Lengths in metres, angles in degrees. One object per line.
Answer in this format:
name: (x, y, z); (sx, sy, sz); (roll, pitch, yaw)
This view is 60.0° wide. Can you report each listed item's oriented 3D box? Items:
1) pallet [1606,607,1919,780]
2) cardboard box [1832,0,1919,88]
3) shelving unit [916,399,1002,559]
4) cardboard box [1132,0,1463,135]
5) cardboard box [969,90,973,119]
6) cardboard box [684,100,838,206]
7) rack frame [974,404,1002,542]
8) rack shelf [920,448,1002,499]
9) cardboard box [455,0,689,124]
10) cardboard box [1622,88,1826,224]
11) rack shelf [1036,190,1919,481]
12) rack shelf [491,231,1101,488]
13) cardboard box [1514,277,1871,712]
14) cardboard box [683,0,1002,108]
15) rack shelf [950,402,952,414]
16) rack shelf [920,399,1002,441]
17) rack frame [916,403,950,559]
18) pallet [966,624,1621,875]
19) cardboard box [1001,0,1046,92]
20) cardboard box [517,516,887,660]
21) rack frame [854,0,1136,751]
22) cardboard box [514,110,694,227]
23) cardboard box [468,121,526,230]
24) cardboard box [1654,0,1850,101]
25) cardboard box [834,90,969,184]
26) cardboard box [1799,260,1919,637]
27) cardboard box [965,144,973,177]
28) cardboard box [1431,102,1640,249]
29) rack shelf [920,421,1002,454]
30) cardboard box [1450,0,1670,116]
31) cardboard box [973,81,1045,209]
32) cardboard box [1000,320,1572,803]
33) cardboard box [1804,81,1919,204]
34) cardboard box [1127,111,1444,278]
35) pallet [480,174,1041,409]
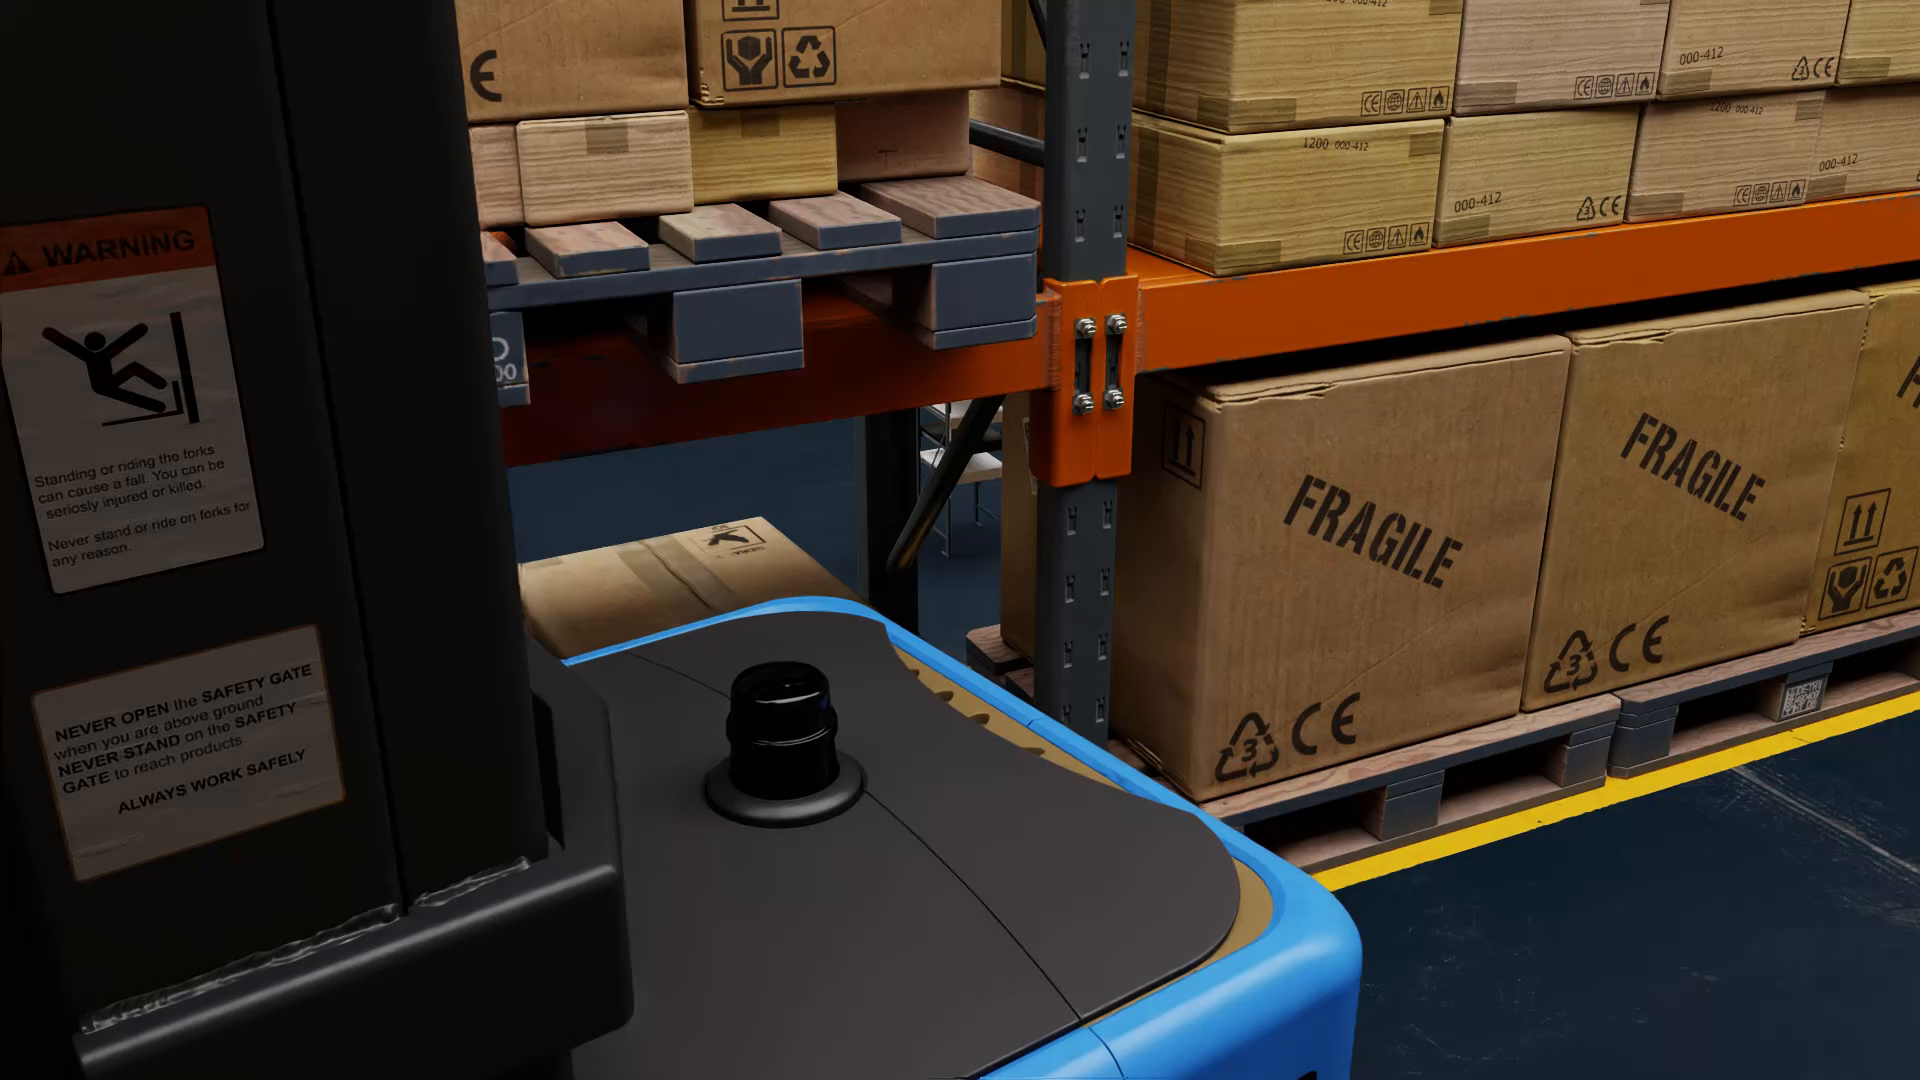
pallet: (1.862, 0.197, 4.498); (1.213, 0.211, 1.003); (-10, 25, -24)
cardboard box: (1.968, -1.190, 3.745); (0.500, 0.250, 0.500); (-10, 24, -23)
shelving unit: (0.007, -0.417, 5.081); (0.210, 0.900, 0.258); (-10, 25, -24)
cardboard box: (0.584, -0.946, 3.157); (0.500, 0.250, 0.500); (-11, 25, -24)
cardboard box: (-0.114, -2.140, 8.237); (0.500, 0.250, 0.500); (-12, 25, -26)
cardboard box: (-0.383, -0.659, 2.699); (0.250, 0.149, 0.380); (-10, 25, -23)
rack frame: (0.099, -0.434, 5.122); (0.006, 0.900, 0.240); (-10, 25, -24)
rack shelf: (0.007, -0.220, 5.163); (0.200, 0.077, 0.258); (-10, 25, -24)
cardboard box: (-0.729, -0.903, 2.440); (0.500, 0.500, 0.500); (-11, 25, -24)
cardboard box: (1.501, -0.887, 3.667); (0.500, 0.250, 0.500); (-10, 24, -22)
rack shelf: (1.823, -0.785, 4.165); (4.000, 0.370, 1.077); (-10, 25, -24)
rack shelf: (-1.781, -0.122, 2.562); (4.000, 0.370, 1.077); (-10, 25, -24)
cardboard box: (1.485, -0.230, 4.114); (0.875, 0.875, 0.875); (-10, 25, -23)
cardboard box: (-0.268, -0.992, 2.656); (0.500, 0.500, 0.500); (-11, 25, -25)
rack shelf: (0.007, -0.469, 5.059); (0.200, 0.077, 0.258); (-10, 25, -24)
rack shelf: (0.007, -0.386, 5.094); (0.200, 0.077, 0.258); (-10, 25, -24)
rack frame: (-0.084, -0.400, 5.040); (0.006, 0.900, 0.240); (-10, 25, -24)
pallet: (0.764, 0.398, 4.013); (1.213, 0.211, 1.003); (-10, 25, -24)
cardboard box: (0.347, -1.115, 3.565); (0.500, 0.250, 0.500); (-11, 25, -24)
cardboard box: (-0.493, 0.325, 3.430); (0.625, 0.372, 0.950); (-12, 25, -27)
rack frame: (0.021, -0.786, 3.226); (0.127, 3.000, 1.000); (-10, 25, -24)
cardboard box: (-0.590, -0.602, 2.561); (0.250, 0.149, 0.380); (-11, 25, -24)
cardboard box: (-0.821, -0.563, 2.466); (0.250, 0.149, 0.380); (-12, 25, -26)
cardboard box: (1.505, -1.110, 3.552); (0.500, 0.250, 0.500); (-11, 25, -24)
cardboard box: (-0.173, -0.728, 2.867); (0.250, 0.149, 0.380); (-9, 24, -22)
cardboard box: (2.290, -0.379, 4.472); (0.875, 0.875, 0.875); (-10, 24, -22)
cardboard box: (-0.097, -1.799, 8.394); (0.500, 0.500, 0.500); (-11, 25, -25)
cardboard box: (1.026, -0.802, 3.462); (0.500, 0.250, 0.500); (-11, 25, -25)
rack shelf: (0.007, -0.303, 5.128); (0.200, 0.077, 0.258); (-10, 25, -24)
cardboard box: (1.051, -1.032, 3.363); (0.500, 0.250, 0.500); (-10, 24, -22)
cardboard box: (0.364, -0.890, 3.674); (0.500, 0.250, 0.500); (-11, 25, -25)
cardboard box: (0.679, -0.084, 3.760); (0.875, 0.875, 0.875); (-11, 25, -24)
cardboard box: (1.944, -0.970, 3.868); (0.500, 0.250, 0.500); (-10, 25, -24)
cardboard box: (0.571, -0.711, 3.241); (0.500, 0.250, 0.500); (-11, 25, -25)
pallet: (-0.575, -0.542, 2.889); (1.003, 0.211, 1.213); (-10, 25, -24)
